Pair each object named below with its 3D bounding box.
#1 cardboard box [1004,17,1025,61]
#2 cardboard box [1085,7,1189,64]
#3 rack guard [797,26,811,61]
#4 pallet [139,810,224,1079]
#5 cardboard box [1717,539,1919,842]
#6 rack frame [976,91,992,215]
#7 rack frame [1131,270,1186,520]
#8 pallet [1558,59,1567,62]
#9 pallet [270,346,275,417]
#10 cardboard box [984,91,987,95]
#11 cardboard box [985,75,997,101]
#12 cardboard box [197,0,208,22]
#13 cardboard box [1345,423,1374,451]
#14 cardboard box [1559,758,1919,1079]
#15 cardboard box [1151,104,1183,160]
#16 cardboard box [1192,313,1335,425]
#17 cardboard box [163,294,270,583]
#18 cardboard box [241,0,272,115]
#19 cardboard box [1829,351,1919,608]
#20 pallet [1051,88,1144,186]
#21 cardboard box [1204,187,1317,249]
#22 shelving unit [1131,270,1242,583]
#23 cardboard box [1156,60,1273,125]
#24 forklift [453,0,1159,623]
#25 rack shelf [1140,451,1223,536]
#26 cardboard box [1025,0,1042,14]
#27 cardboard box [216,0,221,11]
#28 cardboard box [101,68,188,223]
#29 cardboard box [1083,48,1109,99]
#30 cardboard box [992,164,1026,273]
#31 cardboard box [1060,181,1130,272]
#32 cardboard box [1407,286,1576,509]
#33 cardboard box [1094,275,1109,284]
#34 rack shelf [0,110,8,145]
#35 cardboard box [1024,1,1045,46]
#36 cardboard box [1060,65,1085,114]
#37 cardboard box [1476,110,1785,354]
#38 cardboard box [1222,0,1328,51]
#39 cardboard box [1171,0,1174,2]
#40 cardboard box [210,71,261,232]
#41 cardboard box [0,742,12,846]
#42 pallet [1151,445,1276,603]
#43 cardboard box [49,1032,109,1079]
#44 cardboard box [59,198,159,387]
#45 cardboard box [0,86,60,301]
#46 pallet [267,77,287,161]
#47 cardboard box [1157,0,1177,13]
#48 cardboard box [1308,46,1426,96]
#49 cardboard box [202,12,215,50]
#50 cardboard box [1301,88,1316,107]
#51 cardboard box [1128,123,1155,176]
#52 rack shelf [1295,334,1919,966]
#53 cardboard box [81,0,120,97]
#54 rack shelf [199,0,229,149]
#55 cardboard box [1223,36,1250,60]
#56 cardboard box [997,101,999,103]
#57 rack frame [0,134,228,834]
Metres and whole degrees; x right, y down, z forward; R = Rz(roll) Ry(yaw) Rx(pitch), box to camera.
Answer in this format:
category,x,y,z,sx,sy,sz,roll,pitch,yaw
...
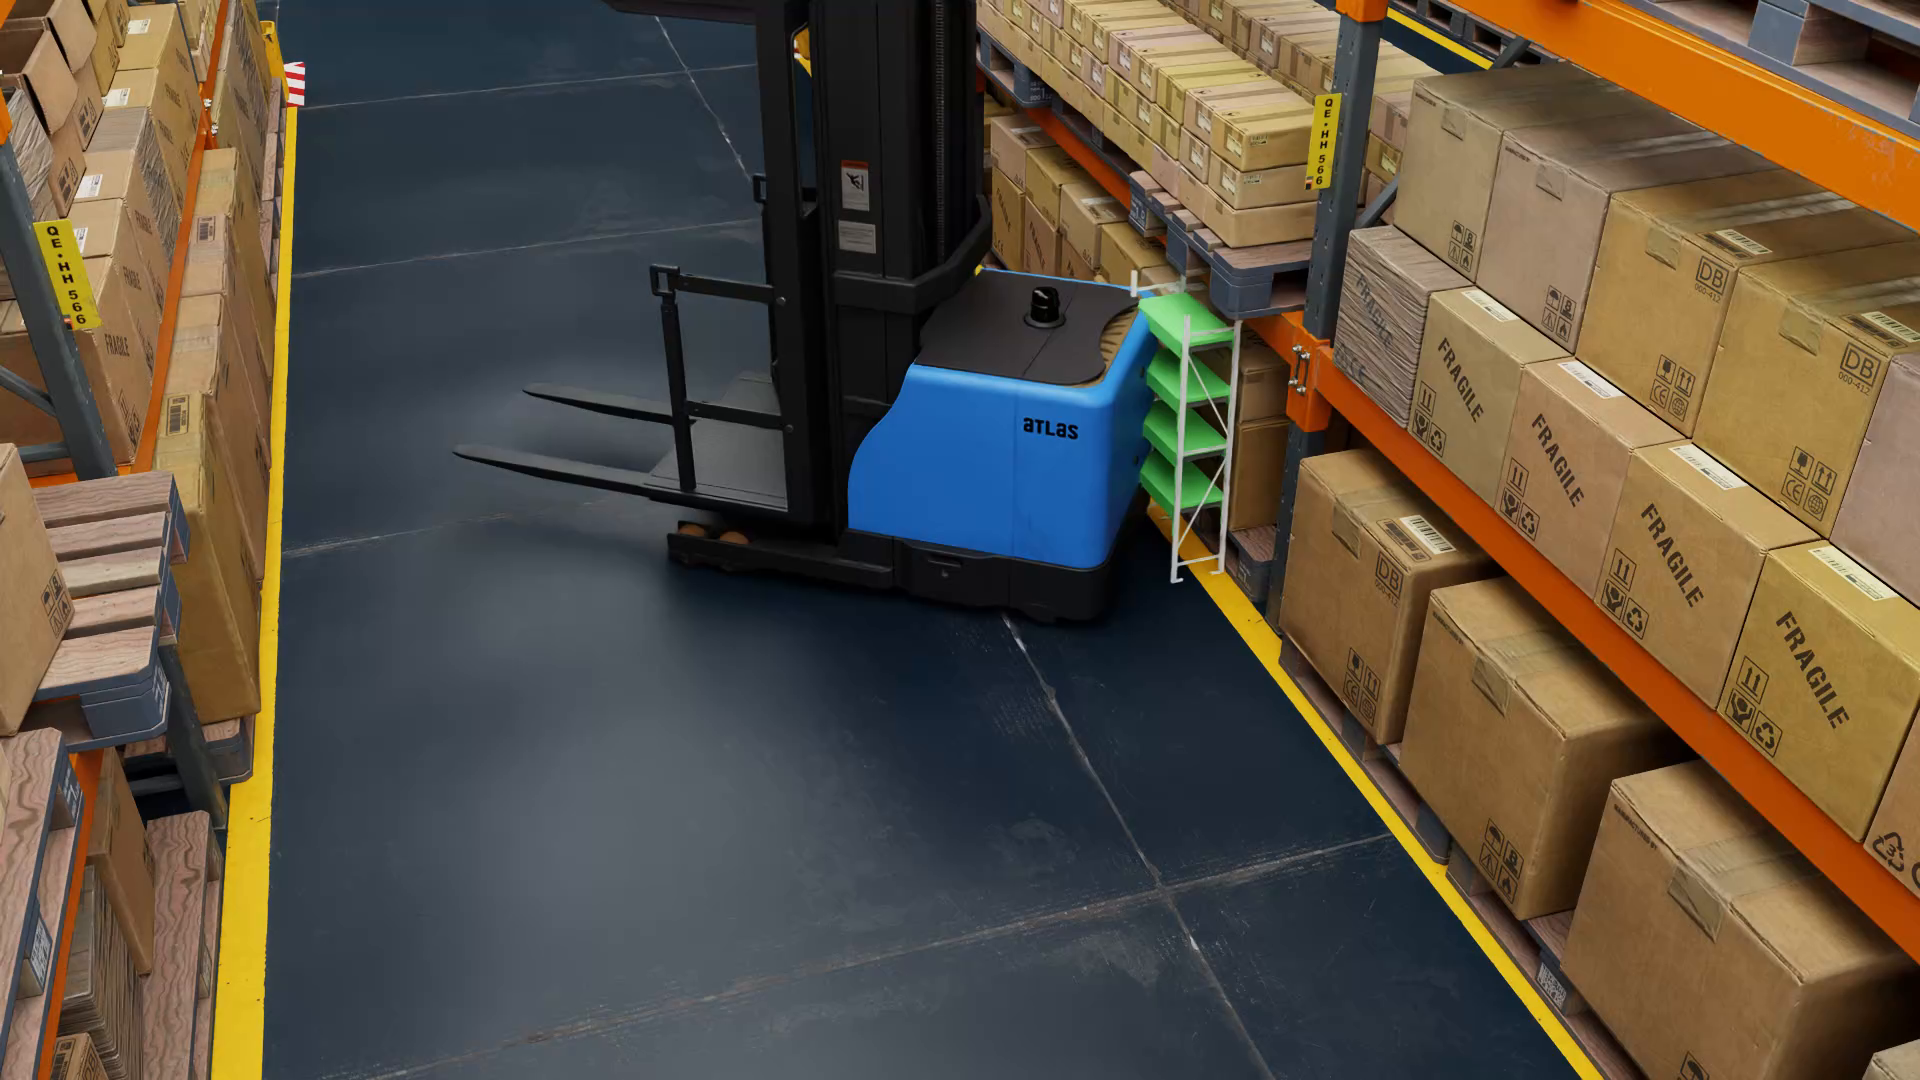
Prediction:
category,x,y,z,sx,sy,sz,roll,pitch,yaw
cardboard box,0.432,-2.455,8.091,0.380,0.149,0.250,-10,35,-14
cardboard box,0.753,-2.155,7.098,0.380,0.149,0.250,-8,34,-12
rack guard,-0.686,-4.094,12.993,1.175,0.500,0.348,-10,35,-15
pallet,-2.786,1.378,4.973,1.003,0.211,1.213,-10,35,-15
cardboard box,2.229,0.322,3.952,0.500,0.500,0.500,-10,35,-14
rack frame,0.511,-3.077,9.186,1.000,3.000,0.127,-10,35,-15
rack frame,0.821,-0.593,7.059,0.240,1.200,0.015,-11,32,-16
pallet,5.037,-3.212,11.919,1.003,0.211,1.213,-10,35,-15
pallet,-3.936,-0.740,8.179,1.003,0.211,1.213,-10,35,-15
cardboard box,-0.044,-2.711,10.297,0.380,0.149,0.250,-10,35,-15
cardboard box,0.351,-2.939,10.642,0.380,0.149,0.250,-11,35,-16
cardboard box,-4.284,-2.910,8.800,0.500,0.250,0.500,-10,35,-15
cardboard box,1.759,-0.524,7.208,0.500,0.500,0.500,-11,35,-17
cardboard box,2.386,1.069,4.572,1.050,0.750,0.750,-10,35,-15
cardboard box,0.981,-1.632,6.576,0.380,0.149,0.250,-9,35,-14
cardboard box,1.273,-0.737,6.851,0.500,0.250,0.500,-11,35,-16
cardboard box,-3.478,-0.320,6.560,1.225,0.875,0.875,-10,35,-15
cardboard box,-5.192,-3.362,11.164,0.875,0.875,0.875,-10,35,-15
cardboard box,2.482,-0.131,3.729,0.700,0.500,0.500,-10,35,-14
pallet,1.089,-1.929,7.623,1.003,0.211,1.213,-10,35,-15
cardboard box,1.143,-1.229,6.236,0.380,0.149,0.250,-9,35,-14
shelving unit,0.901,-0.476,6.860,0.258,1.200,0.503,-11,32,-16
cardboard box,0.991,-1.746,6.478,0.380,0.149,0.250,-9,35,-13
forklift,-0.730,-1.355,6.642,3.031,2.935,1.130,10,35,15
rack shelf,0.908,-0.215,7.017,0.258,0.148,0.480,-11,32,-16
cardboard box,0.512,-2.565,7.719,0.380,0.149,0.250,-10,35,-15
cardboard box,-4.412,-3.083,9.423,0.380,0.149,0.250,-10,35,-14
cardboard box,-3.530,-1.604,6.866,0.500,0.500,0.500,-10,35,-15
cardboard box,0.752,-2.031,7.180,0.380,0.149,0.250,-9,35,-14
cardboard box,0.484,-1.777,9.105,0.500,0.500,0.500,-9,34,-13
cardboard box,0.801,-1.542,8.069,0.500,0.250,0.500,-9,34,-13
cardboard box,1.769,-0.471,5.152,0.500,0.500,0.500,-10,35,-15
cardboard box,0.950,-0.959,7.867,0.500,0.500,0.500,-12,35,-17
rack shelf,-2.413,-0.097,2.608,1.077,0.370,4.000,-10,35,-15
cardboard box,0.518,-2.439,7.797,0.380,0.149,0.250,-9,34,-13
cardboard box,0.671,-2.046,7.472,0.380,0.149,0.250,-12,35,-17
cardboard box,2.014,-0.933,4.944,0.700,0.500,0.500,-10,35,-15
cardboard box,1.373,-2.261,7.258,0.380,0.149,0.250,-9,35,-13
cardboard box,1.131,-2.673,7.882,0.380,0.149,0.250,-11,35,-16
cardboard box,-4.368,-1.945,9.019,0.875,0.875,0.875,-10,35,-15
cardboard box,-2.257,0.515,3.491,0.396,0.266,0.258,-11,35,-16
pallet,1.494,-0.224,7.398,1.003,0.211,1.213,-10,35,-15
cardboard box,-2.439,1.597,3.980,0.700,0.500,0.500,-7,34,-11
cardboard box,-3.072,-0.809,5.663,0.500,0.500,0.500,-11,35,-16
cardboard box,-3.231,-1.043,5.107,0.797,0.503,0.637,-9,34,-13
pallet,-5.145,-2.826,11.336,1.003,0.211,1.213,-10,35,-15
cardboard box,1.141,-2.547,7.961,0.380,0.149,0.250,-12,35,-17
cardboard box,1.620,-1.841,6.623,0.380,0.149,0.250,-10,35,-15
cardboard box,-4.178,-2.679,8.811,0.380,0.149,0.250,-9,34,-13
cardboard box,1.606,-1.741,6.741,0.380,0.149,0.250,-11,35,-16
cardboard box,0.918,-1.626,6.837,0.380,0.149,0.250,-10,35,-15
rack shelf,2.342,0.373,4.617,1.077,0.370,4.000,-10,35,-15
cardboard box,-3.842,-2.060,6.646,0.797,0.503,0.637,-10,35,-14
rack shelf,-4.853,-3.046,9.791,1.077,0.370,4.000,-10,35,-15
cardboard box,1.381,-2.135,7.337,0.380,0.149,0.250,-10,35,-15
cardboard box,0.355,-2.813,10.721,0.380,0.149,0.250,-12,35,-17
rack frame,-3.023,-0.196,4.826,1.000,3.000,0.127,-10,35,-15
